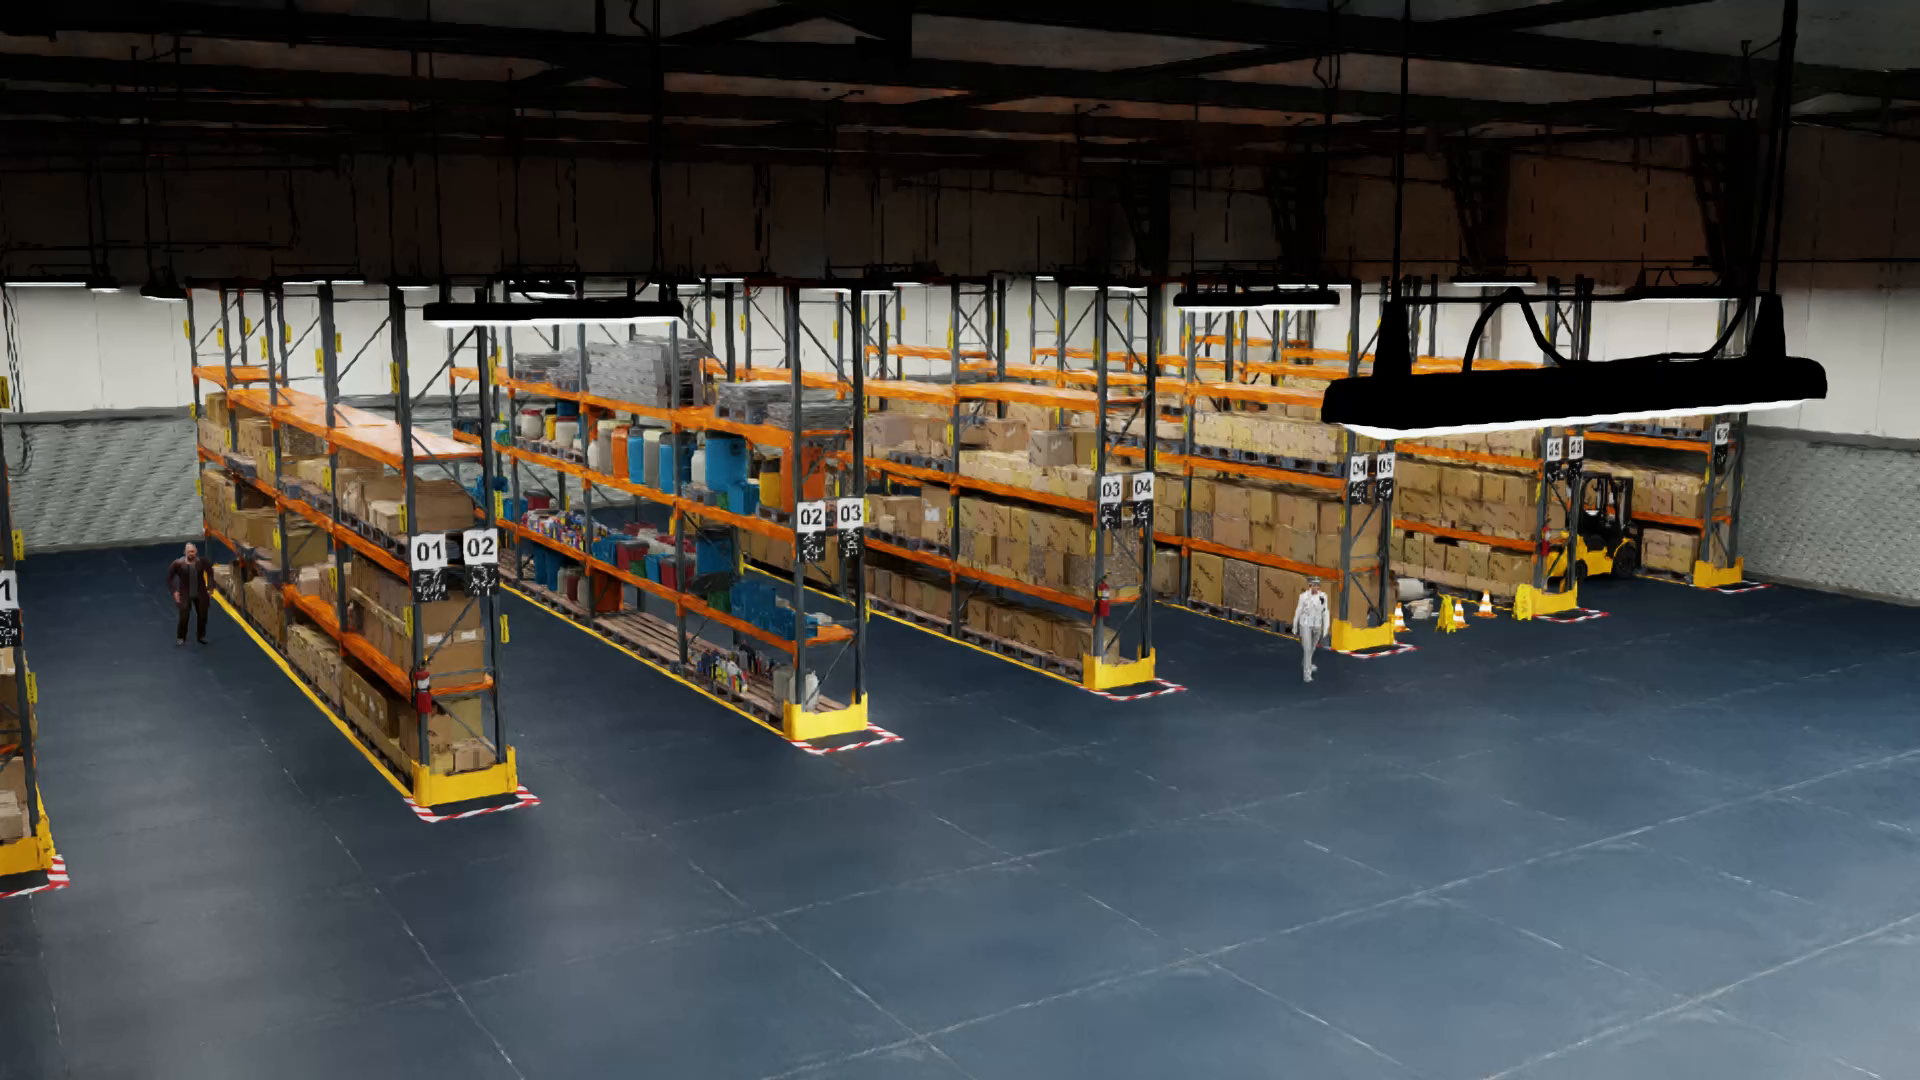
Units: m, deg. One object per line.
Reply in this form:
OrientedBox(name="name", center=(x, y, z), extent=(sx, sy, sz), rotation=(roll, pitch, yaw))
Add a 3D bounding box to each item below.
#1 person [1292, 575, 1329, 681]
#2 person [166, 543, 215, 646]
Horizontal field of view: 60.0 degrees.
OrientedBox(name="person", center=(5.368, 1.301, 25.410), extent=(0.523, 1.615, 0.939), rotation=(-2, 10, -10))
OrientedBox(name="person", center=(-12.739, 0.886, 27.563), extent=(0.729, 1.733, 0.546), rotation=(-6, 11, -33))
